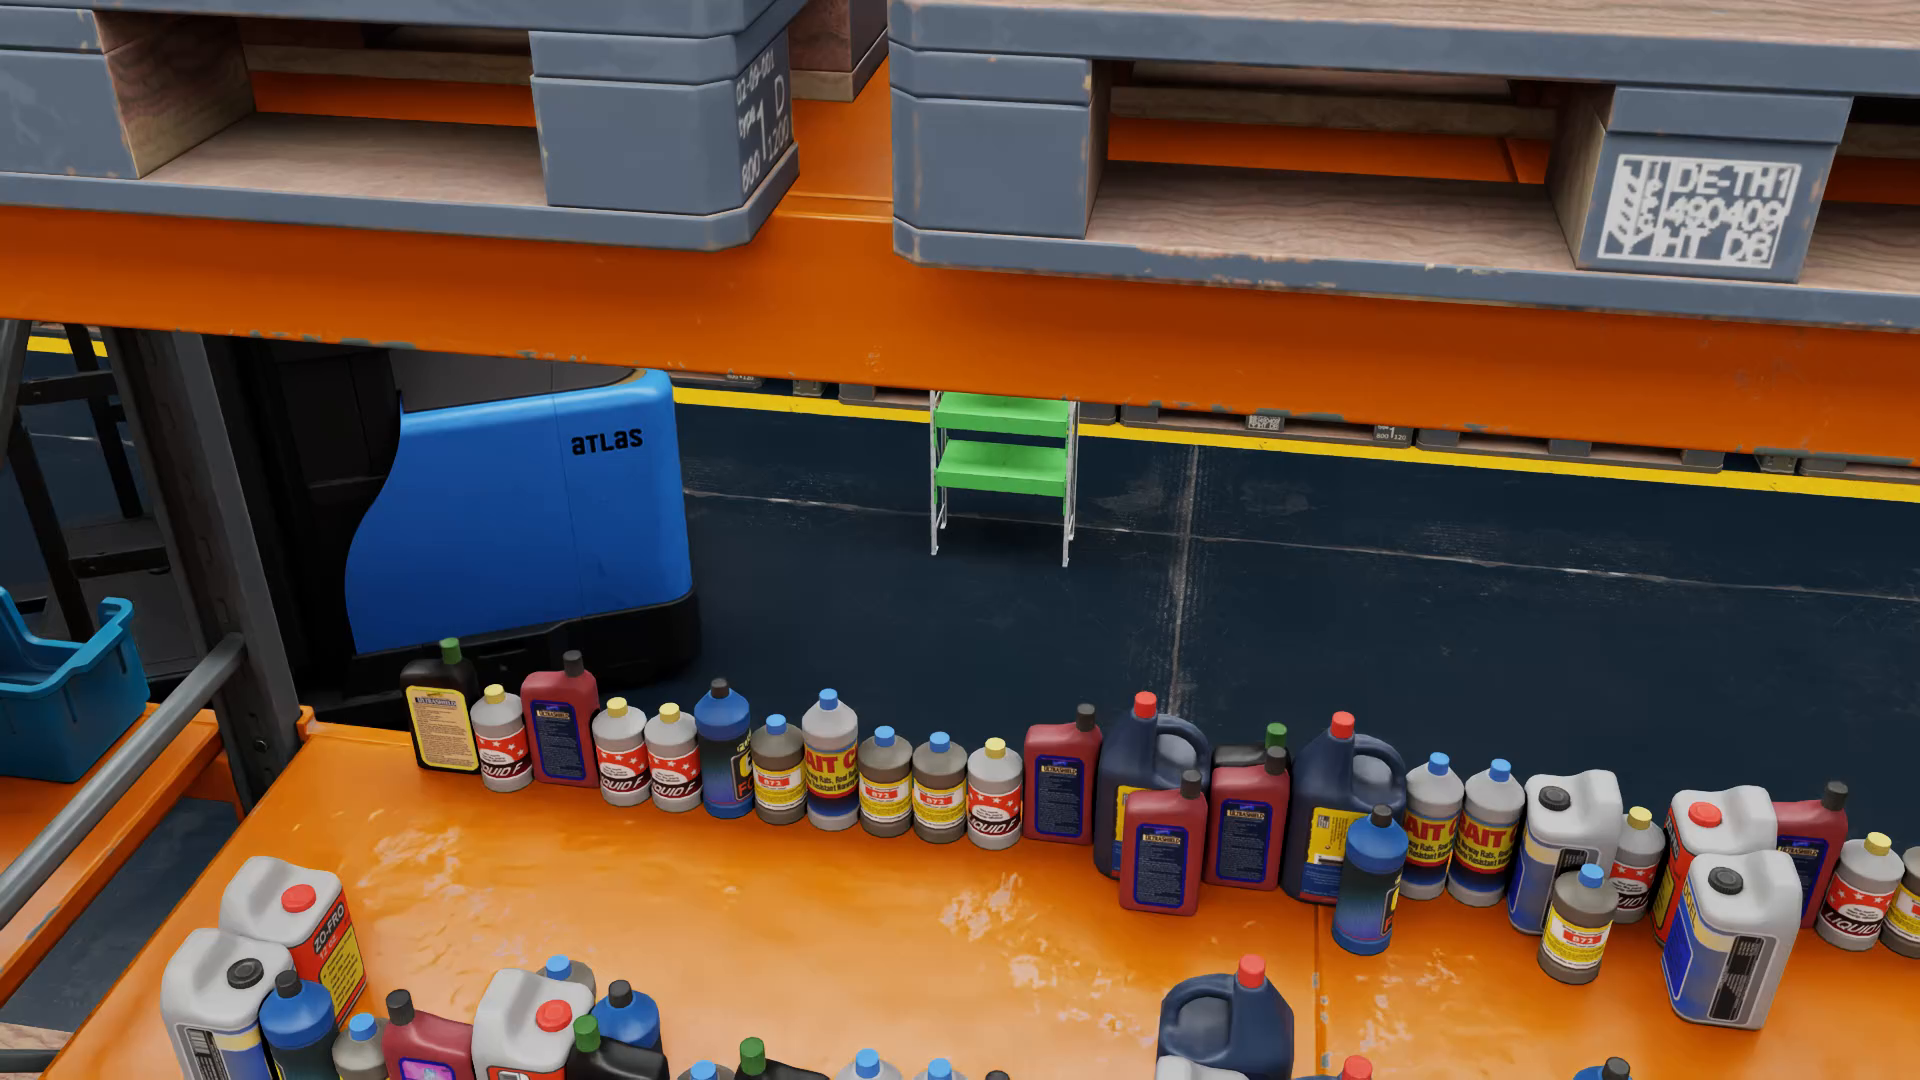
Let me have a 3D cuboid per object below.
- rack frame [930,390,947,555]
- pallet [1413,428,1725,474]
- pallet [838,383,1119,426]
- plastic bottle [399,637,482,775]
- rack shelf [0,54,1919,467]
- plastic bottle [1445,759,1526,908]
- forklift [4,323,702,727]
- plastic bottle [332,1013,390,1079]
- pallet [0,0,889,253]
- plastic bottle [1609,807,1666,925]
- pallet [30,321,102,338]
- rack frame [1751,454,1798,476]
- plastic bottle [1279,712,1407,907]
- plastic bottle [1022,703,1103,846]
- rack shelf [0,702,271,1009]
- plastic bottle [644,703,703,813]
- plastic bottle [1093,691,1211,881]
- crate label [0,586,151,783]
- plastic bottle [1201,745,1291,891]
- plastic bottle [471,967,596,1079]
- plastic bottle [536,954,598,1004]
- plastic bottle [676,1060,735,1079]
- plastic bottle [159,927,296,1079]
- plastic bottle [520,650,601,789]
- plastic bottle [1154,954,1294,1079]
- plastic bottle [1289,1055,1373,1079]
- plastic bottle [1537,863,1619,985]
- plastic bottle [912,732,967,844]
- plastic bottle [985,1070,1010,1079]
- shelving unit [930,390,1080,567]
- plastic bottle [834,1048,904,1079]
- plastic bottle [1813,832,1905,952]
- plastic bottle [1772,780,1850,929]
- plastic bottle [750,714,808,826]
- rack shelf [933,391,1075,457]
[{"bbox_3d":[-0.077,-0.516,5.943,0.015,1.200,0.240,5,32,8],"label":"rack frame"},{"bbox_3d":[2.552,-0.666,7.116,1.213,0.211,1.003,5,32,8],"label":"pallet"},{"bbox_3d":[0.147,-0.884,7.464,1.213,0.211,1.003,5,32,8],"label":"pallet"},{"bbox_3d":[-0.949,0.300,3.053,0.133,0.283,0.061,5,32,8],"label":"plastic bottle"},{"bbox_3d":[0.552,-0.350,1.834,4.000,0.370,1.077,5,32,8],"label":"rack shelf"},{"bbox_3d":[0.880,0.481,2.776,0.097,0.271,0.097,0,32,0],"label":"plastic bottle"},{"bbox_3d":[-2.435,-0.814,4.787,3.031,2.935,1.130,-9,33,-15],"label":"forklift"},{"bbox_3d":[-0.842,0.763,2.391,0.097,0.201,0.097,0,32,0],"label":"plastic bottle"},{"bbox_3d":[-0.682,-0.634,1.787,1.213,0.211,1.003,5,32,8],"label":"pallet"},{"bbox_3d":[1.109,0.531,2.762,0.097,0.201,0.097,0,32,0],"label":"plastic bottle"},{"bbox_3d":[-3.793,-1.282,8.100,1.213,0.211,1.003,5,32,8],"label":"pallet"},{"bbox_3d":[3.361,-1.796,6.292,0.127,3.000,1.000,5,32,8],"label":"rack frame"},{"bbox_3d":[0.641,0.438,2.770,0.185,0.351,0.144,5,32,8],"label":"plastic bottle"},{"bbox_3d":[0.178,0.402,2.890,0.133,0.283,0.061,5,32,8],"label":"plastic bottle"},{"bbox_3d":[-3.391,0.564,3.200,4.000,0.370,1.077,5,32,8],"label":"rack shelf"},{"bbox_3d":[-0.515,0.384,2.997,0.097,0.201,0.097,0,32,0],"label":"plastic bottle"},{"bbox_3d":[0.328,0.410,2.815,0.185,0.351,0.144,5,32,8],"label":"plastic bottle"},{"bbox_3d":[-1.772,0.275,3.141,0.416,0.233,0.303,5,32,8],"label":"crate label"},{"bbox_3d":[0.481,0.462,2.794,0.133,0.283,0.061,5,32,8],"label":"plastic bottle"},{"bbox_3d":[-0.591,0.739,2.359,0.135,0.276,0.152,5,32,8],"label":"plastic bottle"},{"bbox_3d":[-0.589,0.704,2.486,0.097,0.201,0.097,0,32,0],"label":"plastic bottle"},{"bbox_3d":[-0.350,0.807,2.320,0.097,0.201,0.097,0,32,0],"label":"plastic bottle"},{"bbox_3d":[-1.047,0.698,2.425,0.135,0.276,0.152,5,32,8],"label":"plastic bottle"},{"bbox_3d":[-0.721,0.321,3.021,0.133,0.283,0.061,5,32,8],"label":"plastic bottle"},{"bbox_3d":[0.370,0.715,2.327,0.185,0.351,0.144,5,32,8],"label":"plastic bottle"},{"bbox_3d":[0.477,0.806,2.181,0.185,0.351,0.144,5,32,8],"label":"plastic bottle"},{"bbox_3d":[0.987,0.602,2.649,0.097,0.201,0.097,0,32,0],"label":"plastic bottle"},{"bbox_3d":[-0.035,0.427,2.927,0.097,0.201,0.097,0,32,0],"label":"plastic bottle"},{"bbox_3d":[0.084,0.822,2.220,0.133,0.283,0.061,5,32,8],"label":"plastic bottle"},{"bbox_3d":[0.163,-0.494,5.908,0.503,1.200,0.258,5,32,8],"label":"shelving unit"},{"bbox_3d":[-0.123,0.798,2.269,0.097,0.271,0.097,0,32,0],"label":"plastic bottle"},{"bbox_3d":[1.469,0.564,2.710,0.097,0.201,0.097,0,32,0],"label":"plastic bottle"},{"bbox_3d":[1.358,0.509,2.720,0.133,0.283,0.061,5,32,8],"label":"plastic bottle"},{"bbox_3d":[-0.323,0.401,2.969,0.097,0.201,0.097,0,32,0],"label":"plastic bottle"},{"bbox_3d":[0.163,-0.440,5.942,0.480,0.148,0.258,5,32,8],"label":"rack shelf"}]
